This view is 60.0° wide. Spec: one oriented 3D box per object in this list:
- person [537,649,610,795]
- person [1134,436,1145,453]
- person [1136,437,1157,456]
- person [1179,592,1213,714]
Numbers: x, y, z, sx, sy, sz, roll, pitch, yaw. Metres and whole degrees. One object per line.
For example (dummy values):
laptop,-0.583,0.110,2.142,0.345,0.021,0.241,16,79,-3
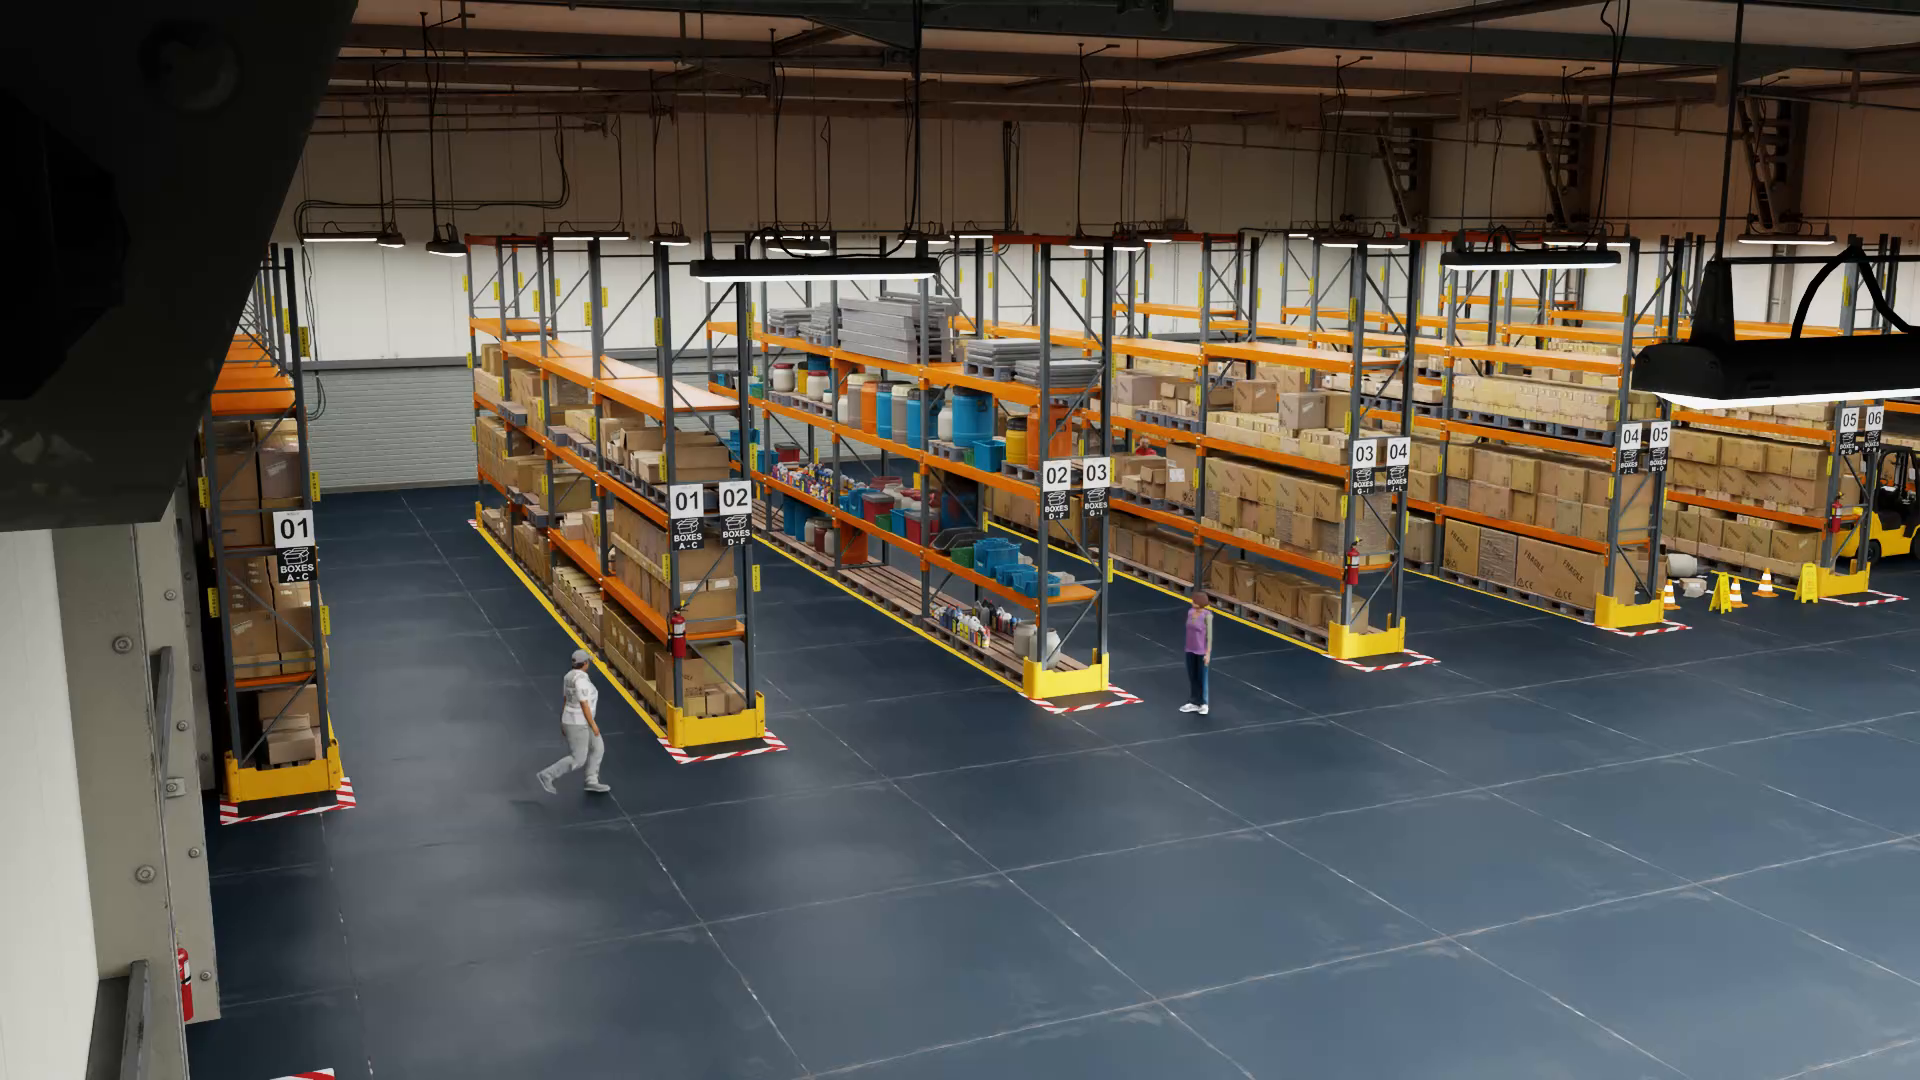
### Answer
person,-4.294,2.020,18.379,0.774,1.625,0.497,-2,11,-9
person,4.028,-1.487,36.505,0.427,1.618,1.061,-6,12,-27
person,3.902,-1.345,35.530,0.638,1.715,0.558,-7,13,-32
person,3.078,1.447,21.447,0.460,1.603,0.333,11,15,44
